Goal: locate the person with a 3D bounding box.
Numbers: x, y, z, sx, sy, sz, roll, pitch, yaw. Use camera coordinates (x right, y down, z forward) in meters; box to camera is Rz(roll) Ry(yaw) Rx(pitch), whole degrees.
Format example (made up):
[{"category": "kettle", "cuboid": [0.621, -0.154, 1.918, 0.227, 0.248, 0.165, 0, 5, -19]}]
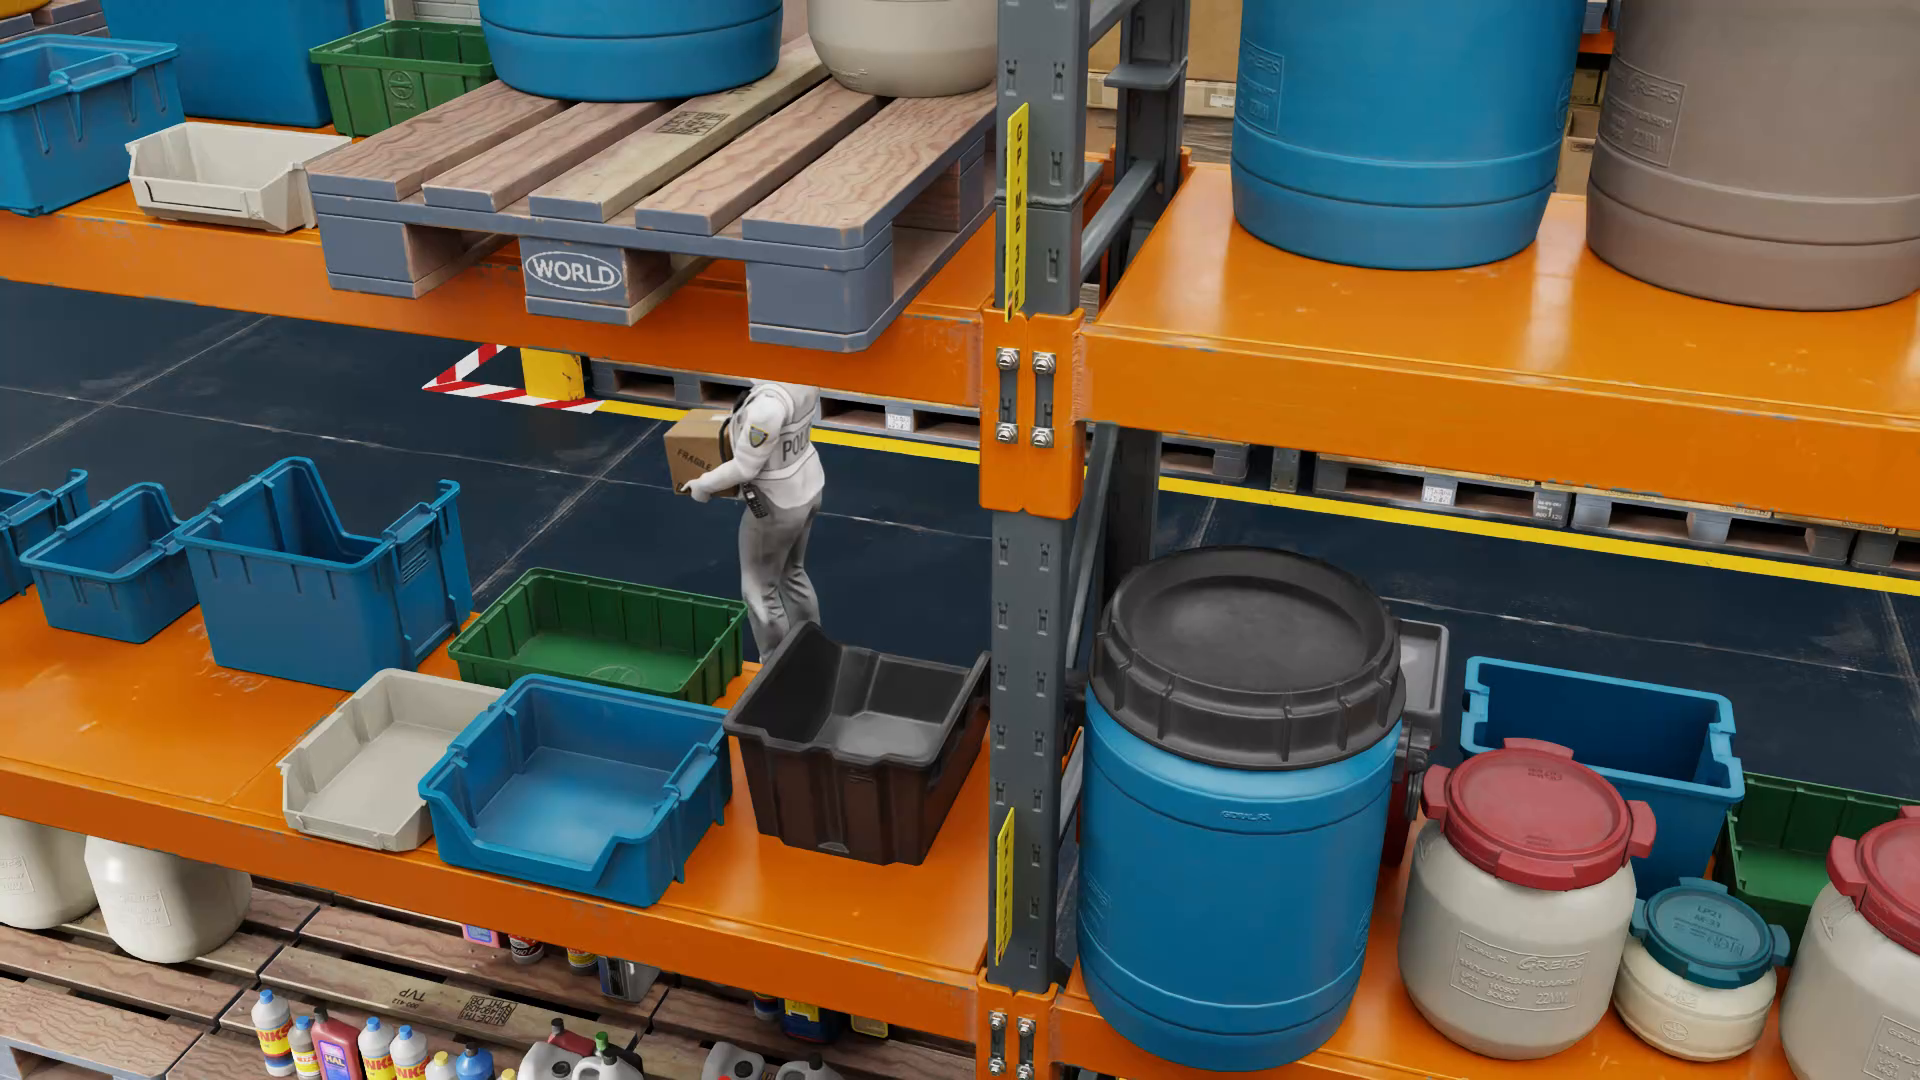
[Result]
[{"category": "person", "cuboid": [-0.755, -0.156, 6.377, 0.555, 1.687, 0.461, 9, 31, 15]}]
